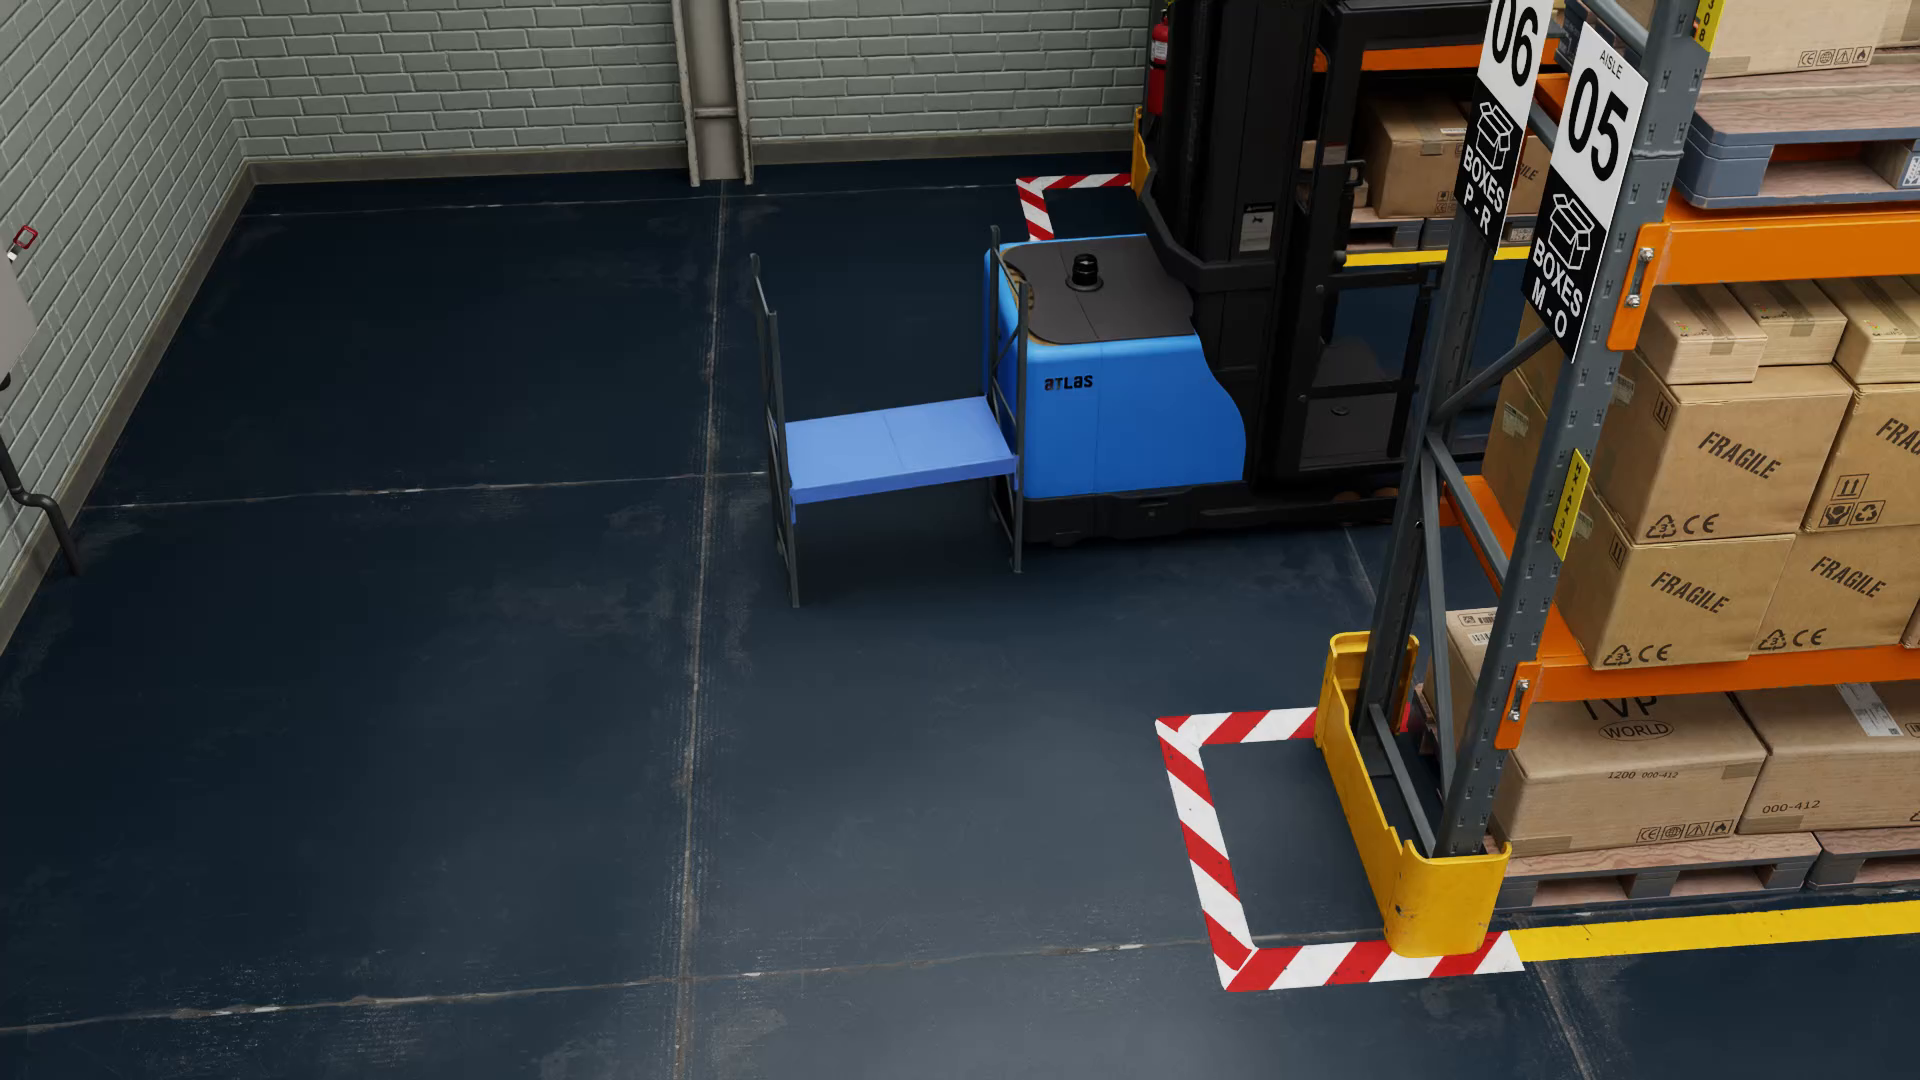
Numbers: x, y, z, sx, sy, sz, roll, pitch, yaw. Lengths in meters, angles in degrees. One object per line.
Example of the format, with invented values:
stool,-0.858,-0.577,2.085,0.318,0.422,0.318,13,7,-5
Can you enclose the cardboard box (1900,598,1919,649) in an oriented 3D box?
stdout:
cardboard box,3.187,-0.018,5.271,0.500,0.500,0.500,-3,38,-4

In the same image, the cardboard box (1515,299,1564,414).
cardboard box,2.133,-0.673,5.294,0.500,0.500,0.500,-2,38,-2

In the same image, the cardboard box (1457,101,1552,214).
cardboard box,3.239,-2.279,9.896,0.500,0.500,0.500,-2,38,-3

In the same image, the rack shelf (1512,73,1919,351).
rack shelf,3.666,-1.073,4.848,4.000,0.370,1.077,-3,38,-4

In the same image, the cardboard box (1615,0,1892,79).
cardboard box,2.114,-1.471,4.473,0.500,0.250,0.500,-6,39,-8

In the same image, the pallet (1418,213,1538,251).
pallet,3.313,-2.149,10.304,1.213,0.211,1.003,-3,38,-4

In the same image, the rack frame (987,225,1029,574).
rack frame,0.202,-0.586,7.282,0.032,1.500,0.500,-9,39,-11

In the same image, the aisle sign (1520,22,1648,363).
aisle sign,1.628,-0.906,4.378,0.004,0.787,0.394,-3,38,-4

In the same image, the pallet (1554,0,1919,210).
pallet,2.412,-1.258,4.573,1.213,0.211,1.003,-3,38,-4

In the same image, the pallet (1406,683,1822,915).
pallet,2.464,0.934,6.396,1.213,0.211,1.003,-3,38,-4

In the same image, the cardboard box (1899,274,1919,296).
cardboard box,2.837,-0.631,4.716,0.250,0.149,0.380,-4,38,-5

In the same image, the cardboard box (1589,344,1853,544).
cardboard box,2.177,-0.351,4.885,0.500,0.500,0.500,-4,38,-5

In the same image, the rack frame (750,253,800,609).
rack frame,-0.785,-0.435,7.090,0.032,1.500,0.500,-9,39,-11

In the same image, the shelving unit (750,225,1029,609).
shelving unit,-0.291,-0.510,7.186,1.048,1.500,0.538,-9,39,-11

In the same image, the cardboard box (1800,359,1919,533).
cardboard box,2.692,-0.383,4.926,0.500,0.500,0.500,-4,38,-5

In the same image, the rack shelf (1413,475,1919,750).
rack shelf,3.666,0.104,5.777,4.000,0.370,1.077,-3,38,-4

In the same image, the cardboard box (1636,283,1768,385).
cardboard box,2.052,-0.603,4.682,0.250,0.149,0.380,-2,38,-3

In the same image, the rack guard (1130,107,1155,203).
rack guard,1.306,-2.153,10.076,0.348,0.500,1.175,-3,38,-4

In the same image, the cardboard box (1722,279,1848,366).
cardboard box,2.307,-0.662,4.755,0.250,0.149,0.380,-2,38,-3

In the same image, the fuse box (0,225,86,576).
fuse box,-3.981,-0.543,7.056,0.414,1.711,0.539,-3,38,-4

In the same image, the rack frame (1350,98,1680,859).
rack frame,1.674,-0.068,5.415,0.127,3.000,1.000,-3,38,-4

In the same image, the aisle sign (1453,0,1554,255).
aisle sign,1.575,-1.276,4.847,0.004,0.787,0.394,-3,38,-4

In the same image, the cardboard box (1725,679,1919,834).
cardboard box,3.234,0.619,6.273,0.875,0.438,0.875,-2,38,-3

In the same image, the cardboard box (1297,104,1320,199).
cardboard box,1.848,-2.291,9.908,0.637,0.503,0.797,-5,39,-6

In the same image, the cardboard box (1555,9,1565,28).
cardboard box,3.381,-3.004,9.339,0.250,0.149,0.380,-3,38,-4

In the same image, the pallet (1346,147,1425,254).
pallet,2.101,-2.084,10.221,1.213,0.211,1.003,-3,38,-4

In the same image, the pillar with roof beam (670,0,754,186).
pillar with roof beam,-1.153,-3.238,4.589,0.400,9.000,9.100,-3,38,-4

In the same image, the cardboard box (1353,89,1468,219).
cardboard box,2.703,-2.312,9.938,0.500,0.500,0.700,-2,38,-2

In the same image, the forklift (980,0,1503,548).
forklift,1.660,-1.534,7.328,3.031,2.935,1.130,-5,39,-7

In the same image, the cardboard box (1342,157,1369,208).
cardboard box,2.275,-2.151,10.017,0.250,0.149,0.380,-5,39,-6

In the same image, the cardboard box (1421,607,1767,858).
cardboard box,2.323,0.675,6.203,0.875,0.438,0.875,-4,38,-6

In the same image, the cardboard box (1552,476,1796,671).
cardboard box,2.178,0.043,5.193,0.500,0.500,0.500,-3,38,-4

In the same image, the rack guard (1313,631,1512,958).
rack guard,1.650,0.914,6.188,0.348,0.500,1.175,-3,38,-4

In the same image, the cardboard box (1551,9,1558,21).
cardboard box,3.131,-2.948,9.267,0.250,0.149,0.380,-2,38,-3

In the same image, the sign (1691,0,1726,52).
sign,1.717,-1.277,3.756,0.005,0.325,0.100,-3,38,-4

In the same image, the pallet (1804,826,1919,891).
pallet,3.676,0.869,6.478,1.213,0.211,1.003,-3,38,-4

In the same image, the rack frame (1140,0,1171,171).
rack frame,1.231,-3.131,9.296,0.127,3.000,1.000,-3,38,-4

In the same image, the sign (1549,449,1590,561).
sign,1.717,-0.096,4.688,0.005,0.325,0.100,-3,38,-4

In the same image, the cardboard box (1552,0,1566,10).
cardboard box,3.221,-3.146,9.197,0.500,0.250,0.500,-4,38,-5

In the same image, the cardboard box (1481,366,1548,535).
cardboard box,2.131,-0.297,5.624,0.500,0.500,0.500,-3,38,-4

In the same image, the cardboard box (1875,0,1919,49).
cardboard box,2.525,-1.504,4.596,0.250,0.149,0.380,-6,39,-7

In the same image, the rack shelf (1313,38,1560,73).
rack shelf,3.223,-2.958,9.658,4.000,0.370,1.077,-3,38,-4

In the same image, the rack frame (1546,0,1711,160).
rack frame,1.674,-2.423,3.557,0.127,3.000,1.000,-3,38,-4

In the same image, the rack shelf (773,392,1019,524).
rack shelf,-0.291,-0.369,7.297,1.000,0.185,0.538,-9,39,-11

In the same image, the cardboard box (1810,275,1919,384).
cardboard box,2.576,-0.605,4.684,0.250,0.149,0.380,-2,38,-3

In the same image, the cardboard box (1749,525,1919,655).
cardboard box,2.679,-0.002,5.250,0.500,0.500,0.500,-4,38,-5

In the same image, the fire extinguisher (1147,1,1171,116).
fire extinguisher,1.125,-2.661,9.064,0.183,0.674,0.296,-3,38,-4
